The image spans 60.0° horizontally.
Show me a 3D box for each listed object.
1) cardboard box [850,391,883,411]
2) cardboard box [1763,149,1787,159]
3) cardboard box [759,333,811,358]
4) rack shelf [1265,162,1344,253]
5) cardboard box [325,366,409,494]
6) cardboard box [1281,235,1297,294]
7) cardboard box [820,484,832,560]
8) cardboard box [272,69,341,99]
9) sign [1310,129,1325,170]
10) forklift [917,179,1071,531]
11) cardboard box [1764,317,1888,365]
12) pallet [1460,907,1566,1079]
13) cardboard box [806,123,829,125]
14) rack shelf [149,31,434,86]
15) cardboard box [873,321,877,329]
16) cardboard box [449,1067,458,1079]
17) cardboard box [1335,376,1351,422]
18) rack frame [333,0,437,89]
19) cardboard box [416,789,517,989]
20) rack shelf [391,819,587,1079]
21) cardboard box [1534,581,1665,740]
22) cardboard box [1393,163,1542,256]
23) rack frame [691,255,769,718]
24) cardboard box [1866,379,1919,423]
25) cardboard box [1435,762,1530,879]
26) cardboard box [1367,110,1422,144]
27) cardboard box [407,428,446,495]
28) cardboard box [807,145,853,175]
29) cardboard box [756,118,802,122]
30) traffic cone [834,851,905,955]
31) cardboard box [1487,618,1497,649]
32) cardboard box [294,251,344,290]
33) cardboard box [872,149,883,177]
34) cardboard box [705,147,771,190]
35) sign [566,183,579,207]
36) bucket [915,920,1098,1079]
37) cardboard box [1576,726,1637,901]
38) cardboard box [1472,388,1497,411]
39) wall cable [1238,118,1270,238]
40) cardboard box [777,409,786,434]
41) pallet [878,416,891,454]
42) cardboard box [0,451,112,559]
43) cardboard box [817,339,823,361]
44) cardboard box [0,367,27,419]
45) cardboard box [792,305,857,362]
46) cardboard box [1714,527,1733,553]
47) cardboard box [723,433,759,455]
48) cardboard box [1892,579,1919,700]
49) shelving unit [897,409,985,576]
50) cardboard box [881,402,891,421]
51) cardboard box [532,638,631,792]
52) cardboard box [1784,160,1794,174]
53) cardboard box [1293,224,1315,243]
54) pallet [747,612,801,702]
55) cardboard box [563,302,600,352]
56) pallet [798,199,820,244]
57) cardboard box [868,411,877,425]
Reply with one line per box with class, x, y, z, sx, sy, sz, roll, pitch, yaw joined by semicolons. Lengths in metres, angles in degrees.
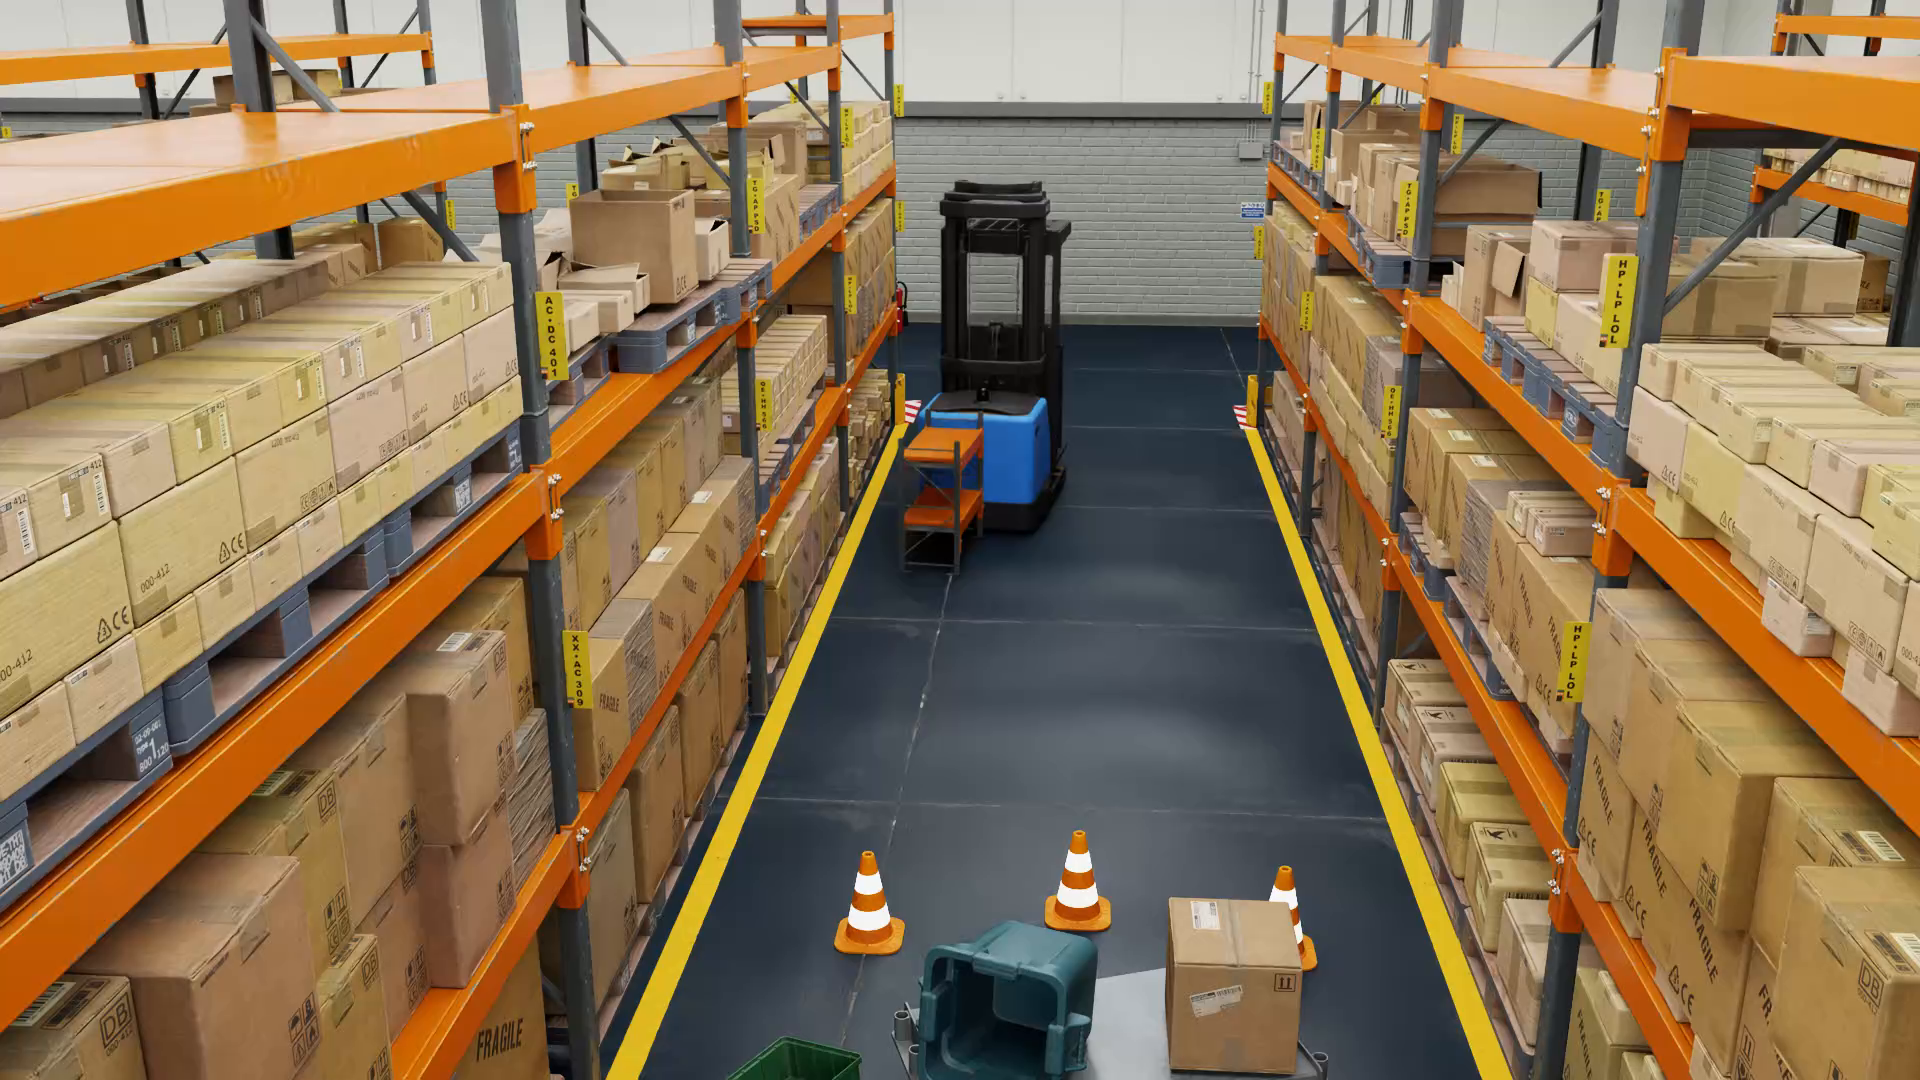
cardboard box;-0.992;-1.413;16.867;0.380;0.149;0.250;2;18;6
cardboard box;8.397;-3.955;16.620;0.500;0.250;0.500;1;18;3
cardboard box;-1.373;-1.526;13.036;0.380;0.149;0.250;1;18;4
rack shelf;3.607;-3.163;15.596;1.077;0.370;4.000;1;18;4
cardboard box;-1.908;-0.324;4.706;0.500;0.250;0.500;1;18;3
cardboard box;3.338;-2.605;15.788;0.500;0.500;0.500;1;18;4
cardboard box;-1.320;-0.154;13.416;0.500;0.500;0.500;1;18;3
cardboard box;-6.289;-4.371;15.928;0.500;0.250;0.500;1;18;2
sign;2.910;-3.179;13.532;0.100;0.325;0.005;1;18;4
forklift;0.419;-1.894;15.495;1.130;2.935;3.031;4;18;11
cardboard box;3.332;-0.700;6.490;0.500;0.250;0.500;1;18;2
pallet;2.944;2.110;7.645;1.003;0.211;1.213;1;18;4
cardboard box;-1.166;-3.487;14.228;0.380;0.149;0.250;1;18;2
rack shelf;-6.278;-4.619;15.866;1.077;0.370;4.000;1;18;4
cardboard box;-1.037;-2.237;16.836;0.380;0.149;0.250;0;18;1
cardboard box;-2.230;2.231;5.534;0.875;0.875;0.875;1;18;4
cardboard box;3.044;-1.018;12.151;0.500;0.250;0.500;1;18;2
rack frame;-6.134;-5.772;17.588;1.000;3.000;0.127;1;18;4
cardboard box;-2.086;1.162;5.817;0.875;0.550;0.550;1;18;4
rack shelf;-2.198;1.910;4.931;1.077;0.370;4.000;1;18;4
cardboard box;2.694;0.490;6.799;0.500;0.500;0.500;1;18;3
cardboard box;3.053;-2.010;10.083;0.797;0.503;0.637;0;18;1
rack frame;-1.768;-0.295;10.506;1.000;3.000;0.127;1;18;4
cardboard box;3.035;-0.394;5.113;0.380;0.149;0.250;2;18;5
cardboard box;3.021;1.473;8.655;0.950;0.372;0.625;2;18;6
cardboard box;3.715;-3.356;14.035;0.500;0.500;0.500;2;18;5
cardboard box;-1.815;-0.247;5.112;0.380;0.149;0.250;1;18;4
cardboard box;-1.207;-3.273;14.215;0.500;0.250;0.500;2;18;6
cardboard box;-1.610;-3.660;14.755;0.380;0.149;0.250;2;18;6
traffic cone;-0.452;1.770;8.277;0.336;0.463;0.334;1;18;4
cardboard box;2.739;0.464;7.919;0.380;0.149;0.250;1;18;4
cardboard box;-6.089;-2.402;15.494;0.500;0.500;0.500;1;18;4
cardboard box;-1.041;-3.674;16.242;0.500;0.250;0.500;2;18;6
cardboard box;-1.427;-2.411;10.757;0.396;0.266;0.258;1;18;4
sign;-2.309;-1.979;9.997;0.100;0.325;0.005;1;18;4
bucket;0.235;1.874;6.701;0.726;0.611;0.620;8;10;23
cardboard box;2.580;0.968;6.013;0.500;0.500;0.500;1;18;4
cardboard box;3.456;-0.886;10.544;0.500;0.500;0.500;1;18;2
wall cable;4.131;-4.950;23.030;0.585;1.953;0.123;1;18;4
cardboard box;-1.462;-0.843;11.908;0.380;0.149;0.250;2;18;6
pallet;-1.293;-1.179;17.683;1.003;0.211;1.213;1;18;4
cardboard box;-1.944;-0.075;3.304;0.380;0.149;0.250;1;18;4
cardboard box;-1.330;-1.549;13.584;0.380;0.149;0.250;1;18;4
cardboard box;-2.546;-0.328;4.078;0.380;0.149;0.250;1;18;4
cardboard box;-1.194;-1.874;14.687;0.500;0.500;0.500;1;18;3
cardboard box;2.641;-0.029;5.279;0.380;0.149;0.250;1;18;4
cardboard box;-1.533;-0.662;10.877;0.380;0.149;0.250;2;18;6
cardboard box;2.441;0.291;3.663;0.500;0.250;0.500;2;18;5
shelving unit;-0.149;-0.415;13.882;0.538;1.125;1.048;4;18;11
cardboard box;-0.941;-1.374;17.703;0.380;0.149;0.250;2;18;6
cardboard box;-1.748;0.743;7.179;0.500;0.500;0.500;1;18;5
cardboard box;8.454;-3.721;16.548;0.380;0.149;0.250;2;18;5
cardboard box;3.326;-2.864;15.538;0.380;0.149;0.250;1;18;4
pallet;-1.710;0.788;11.680;1.003;0.211;1.213;1;18;4
cardboard box;-1.733;-0.922;7.171;0.250;0.149;0.380;1;18;4
pallet;-1.703;-2.362;12.298;1.213;0.211;1.003;1;18;4
cardboard box;-1.044;-1.194;16.675;0.380;0.149;0.250;2;18;7
